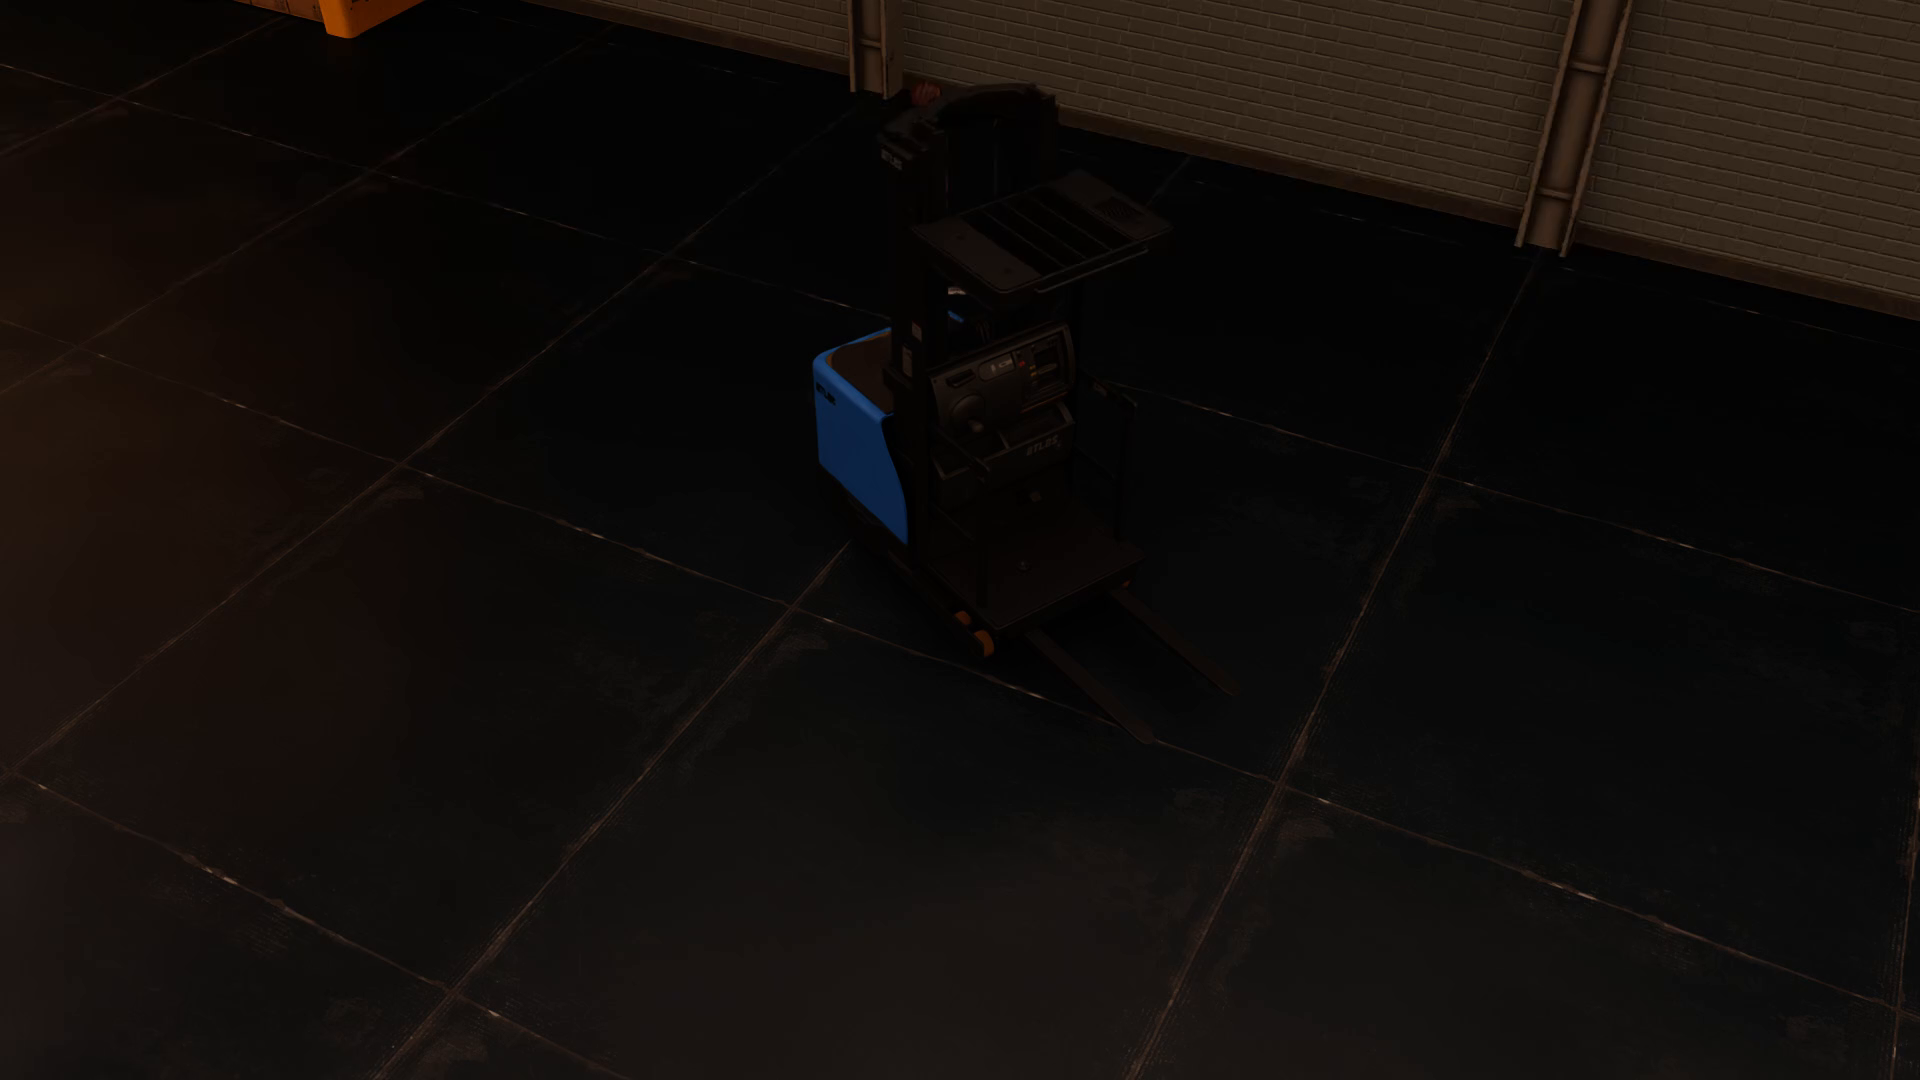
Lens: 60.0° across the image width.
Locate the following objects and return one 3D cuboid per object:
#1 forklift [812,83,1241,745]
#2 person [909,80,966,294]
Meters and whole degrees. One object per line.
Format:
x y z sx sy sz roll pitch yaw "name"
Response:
0.366 -0.803 8.940 1.130 2.935 3.031 -25 46 -26 "forklift"
-0.146 -2.562 12.063 0.457 1.602 0.560 -9 41 -10 "person"
